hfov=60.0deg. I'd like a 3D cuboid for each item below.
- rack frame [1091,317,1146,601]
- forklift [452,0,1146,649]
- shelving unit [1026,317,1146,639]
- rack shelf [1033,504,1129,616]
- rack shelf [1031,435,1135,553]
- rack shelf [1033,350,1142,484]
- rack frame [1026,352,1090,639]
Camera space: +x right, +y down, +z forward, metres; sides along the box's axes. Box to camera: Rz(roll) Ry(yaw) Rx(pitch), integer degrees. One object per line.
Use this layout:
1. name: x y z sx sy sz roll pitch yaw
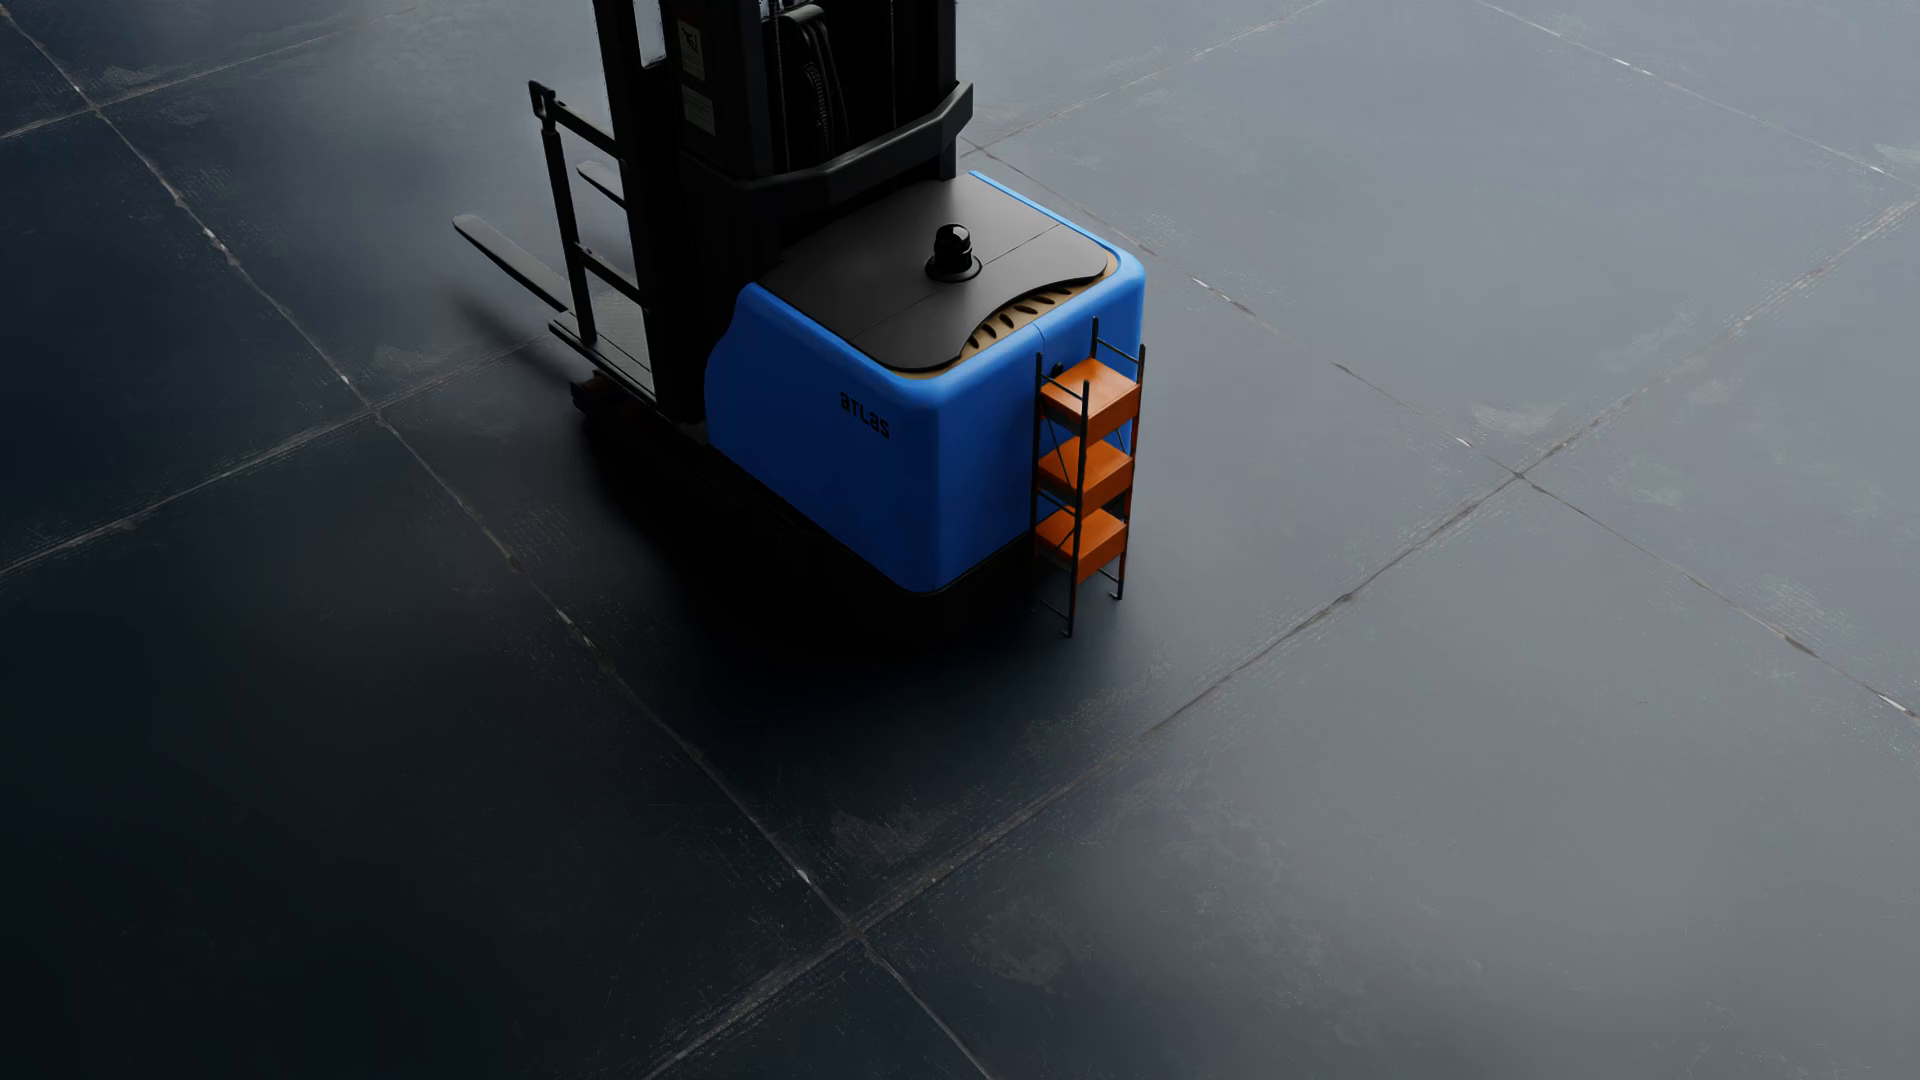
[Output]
1. rack frame: 0.466 -0.228 5.226 0.008 1.050 0.200 -34 53 -31
2. forklift: -0.796 -1.634 5.349 1.130 2.935 3.031 -33 53 -30
3. shelving unit: 0.380 -0.170 5.164 0.252 1.050 0.215 -34 53 -31
4. rack shelf: 0.380 0.041 5.361 0.240 0.259 0.215 -34 53 -31
5. rack shelf: 0.380 -0.162 5.171 0.240 0.259 0.215 -34 53 -31
6. rack shelf: 0.380 -0.369 4.977 0.240 0.259 0.215 -34 53 -31
7. rack frame: 0.293 -0.111 5.101 0.008 1.050 0.200 -34 53 -31
